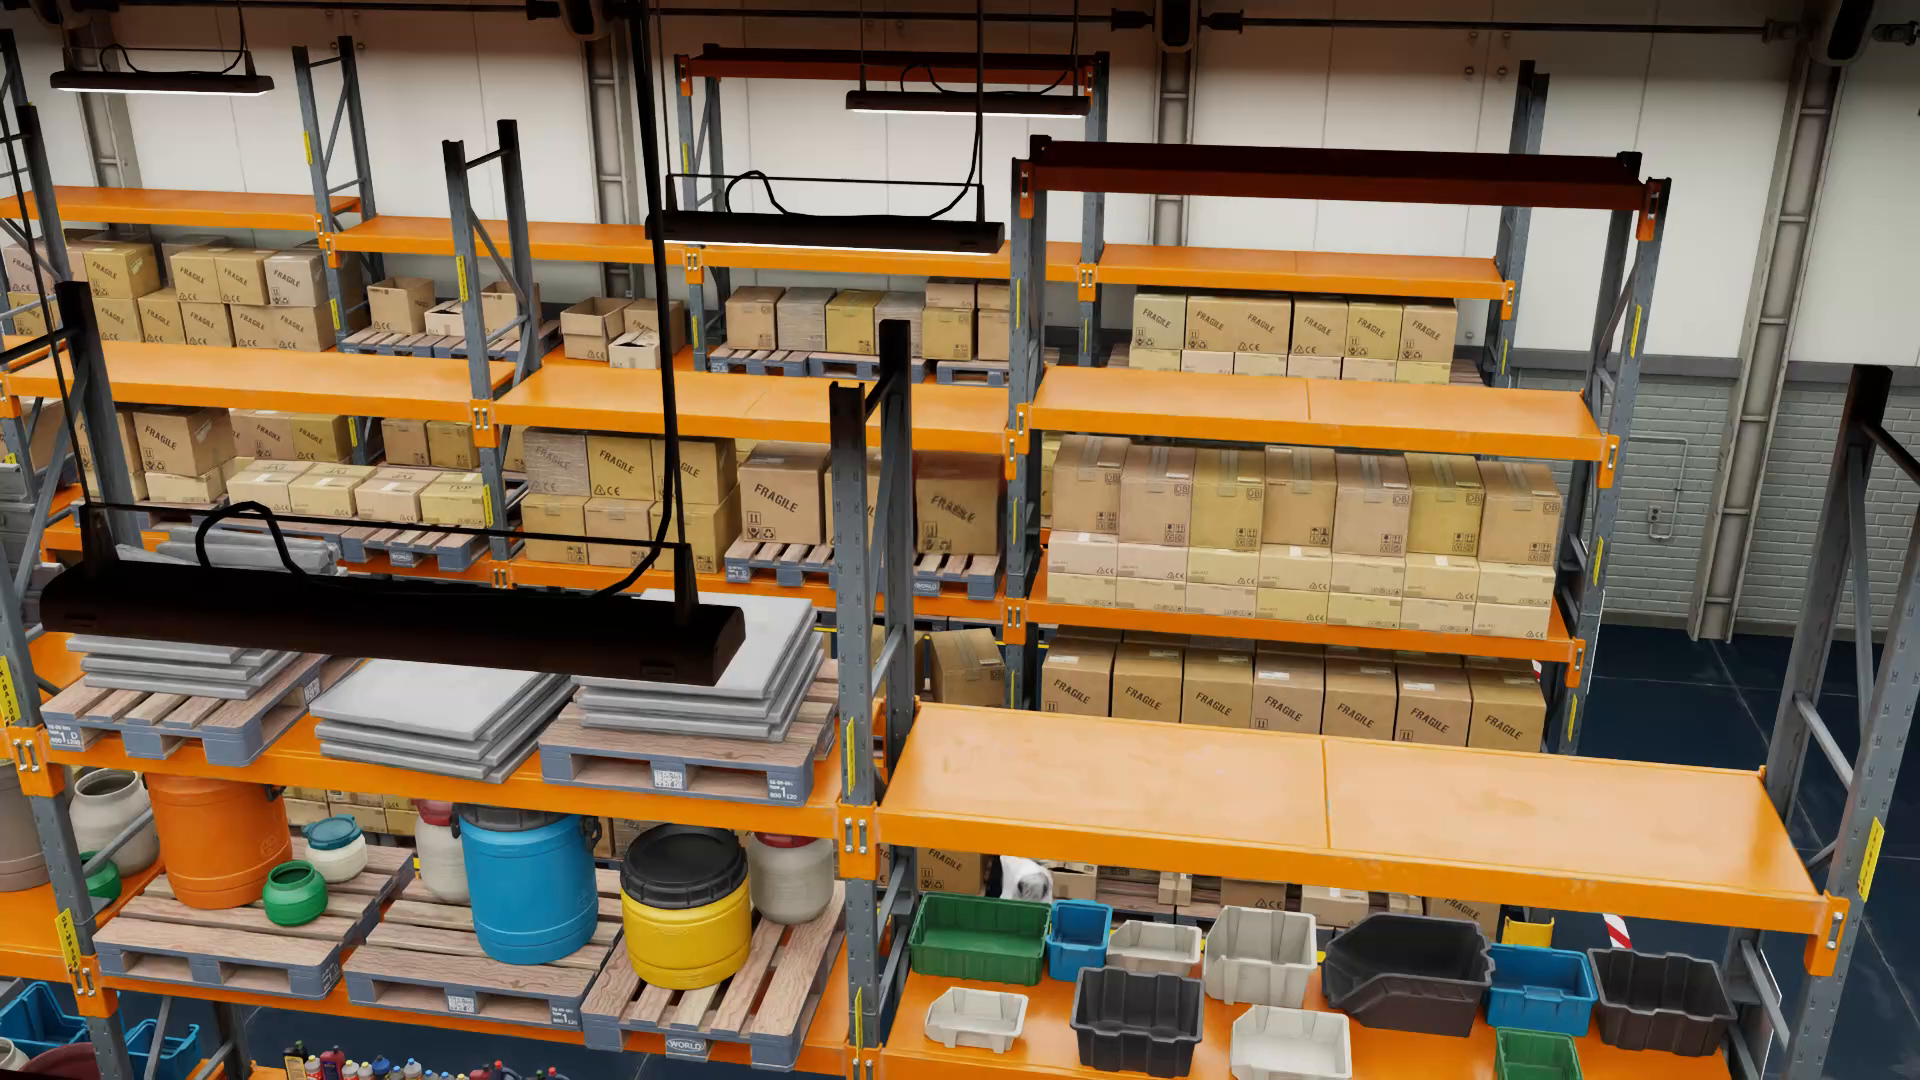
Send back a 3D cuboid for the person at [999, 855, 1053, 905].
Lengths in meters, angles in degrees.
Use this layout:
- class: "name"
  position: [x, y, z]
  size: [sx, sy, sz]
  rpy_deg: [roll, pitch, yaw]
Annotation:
- class: "person"
  position: [0.465, 2.716, 11.730]
  size: [0.389, 1.800, 0.567]
  rpy_deg: [-6, 24, -14]
